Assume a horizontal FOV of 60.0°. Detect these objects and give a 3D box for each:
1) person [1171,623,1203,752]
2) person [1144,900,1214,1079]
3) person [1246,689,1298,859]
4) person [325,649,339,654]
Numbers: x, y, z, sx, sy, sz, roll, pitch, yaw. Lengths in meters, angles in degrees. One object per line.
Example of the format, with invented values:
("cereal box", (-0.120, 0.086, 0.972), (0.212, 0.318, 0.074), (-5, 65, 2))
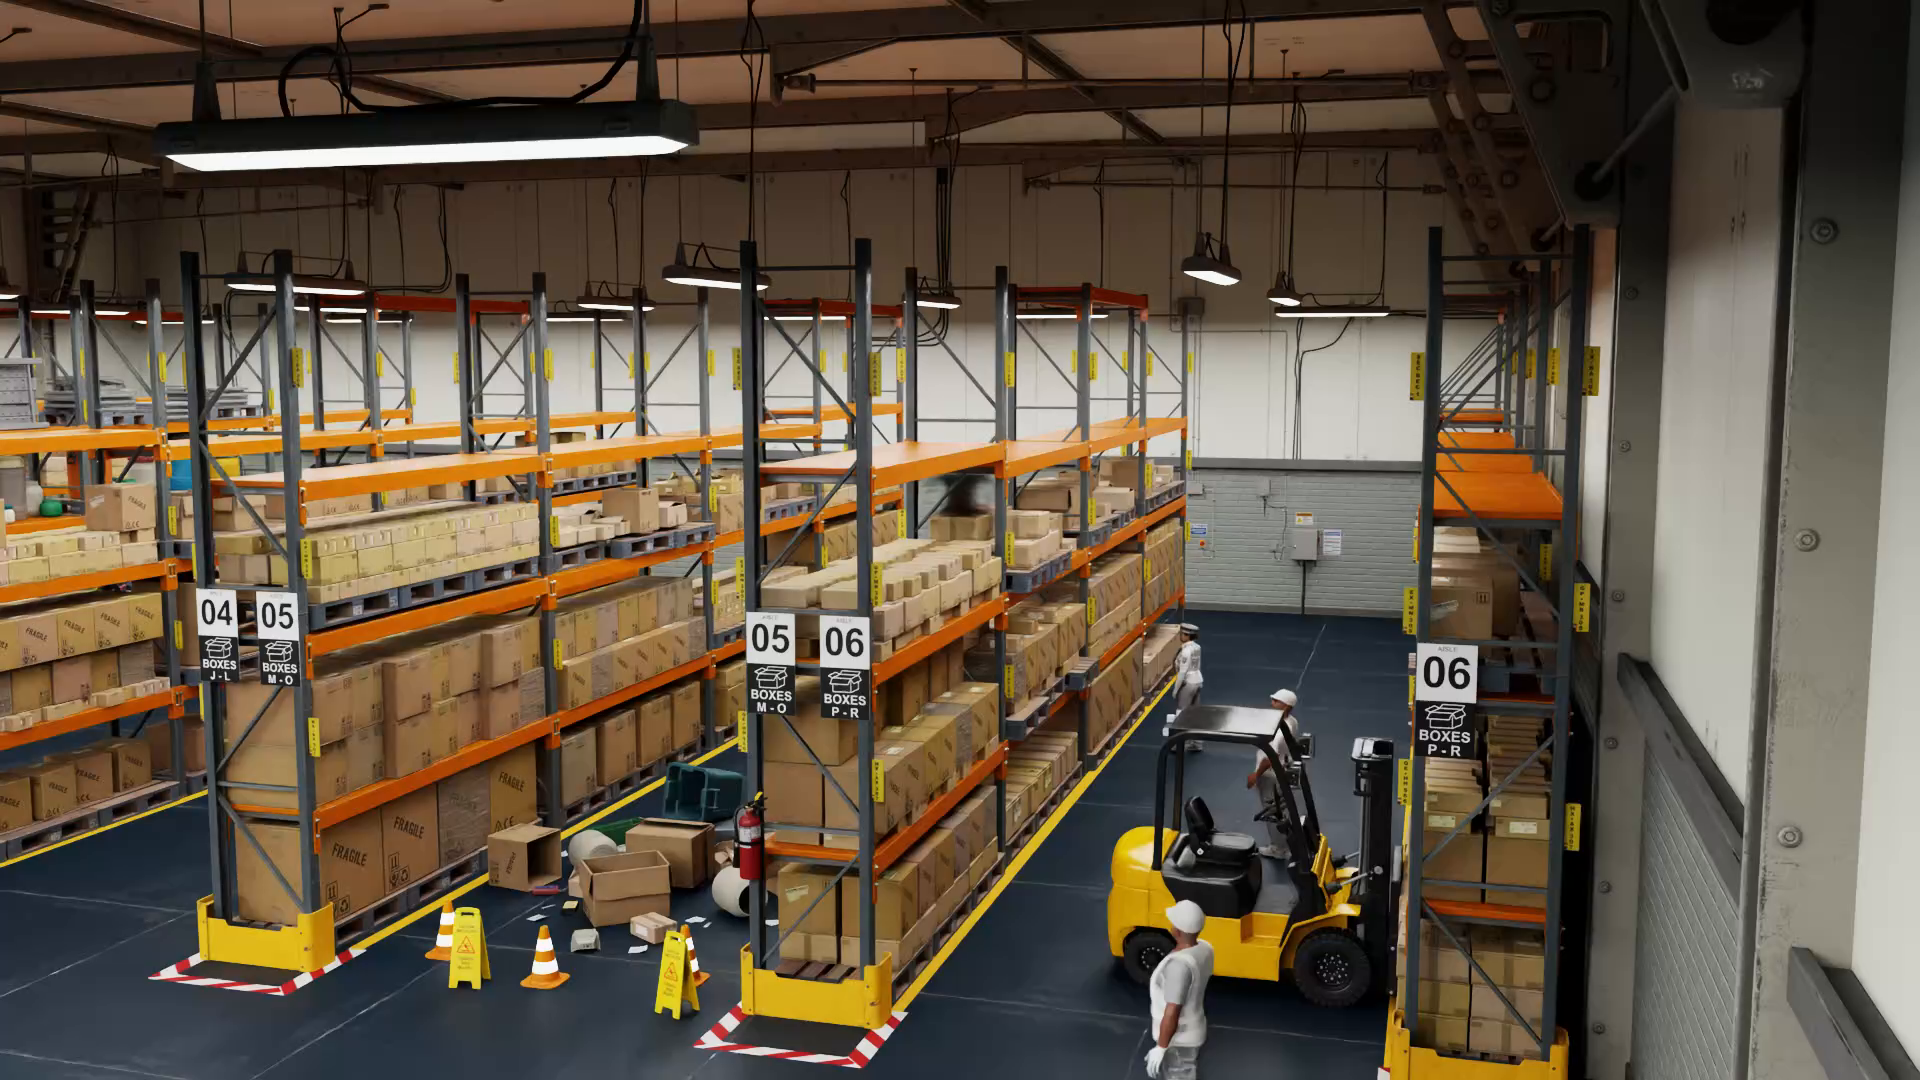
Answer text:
("person", (2.953, 1.919, 21.618), (0.402, 1.694, 0.504), (4, 8, 31))
("person", (1.385, 3.124, 10.386), (0.420, 1.799, 0.597), (2, 7, 13))
("person", (3.200, 2.389, 17.031), (0.639, 1.752, 0.516), (-6, 9, -44))
("person", (-7.220, 2.143, 19.258), (0.567, 1.776, 0.469), (-5, 8, -35))
